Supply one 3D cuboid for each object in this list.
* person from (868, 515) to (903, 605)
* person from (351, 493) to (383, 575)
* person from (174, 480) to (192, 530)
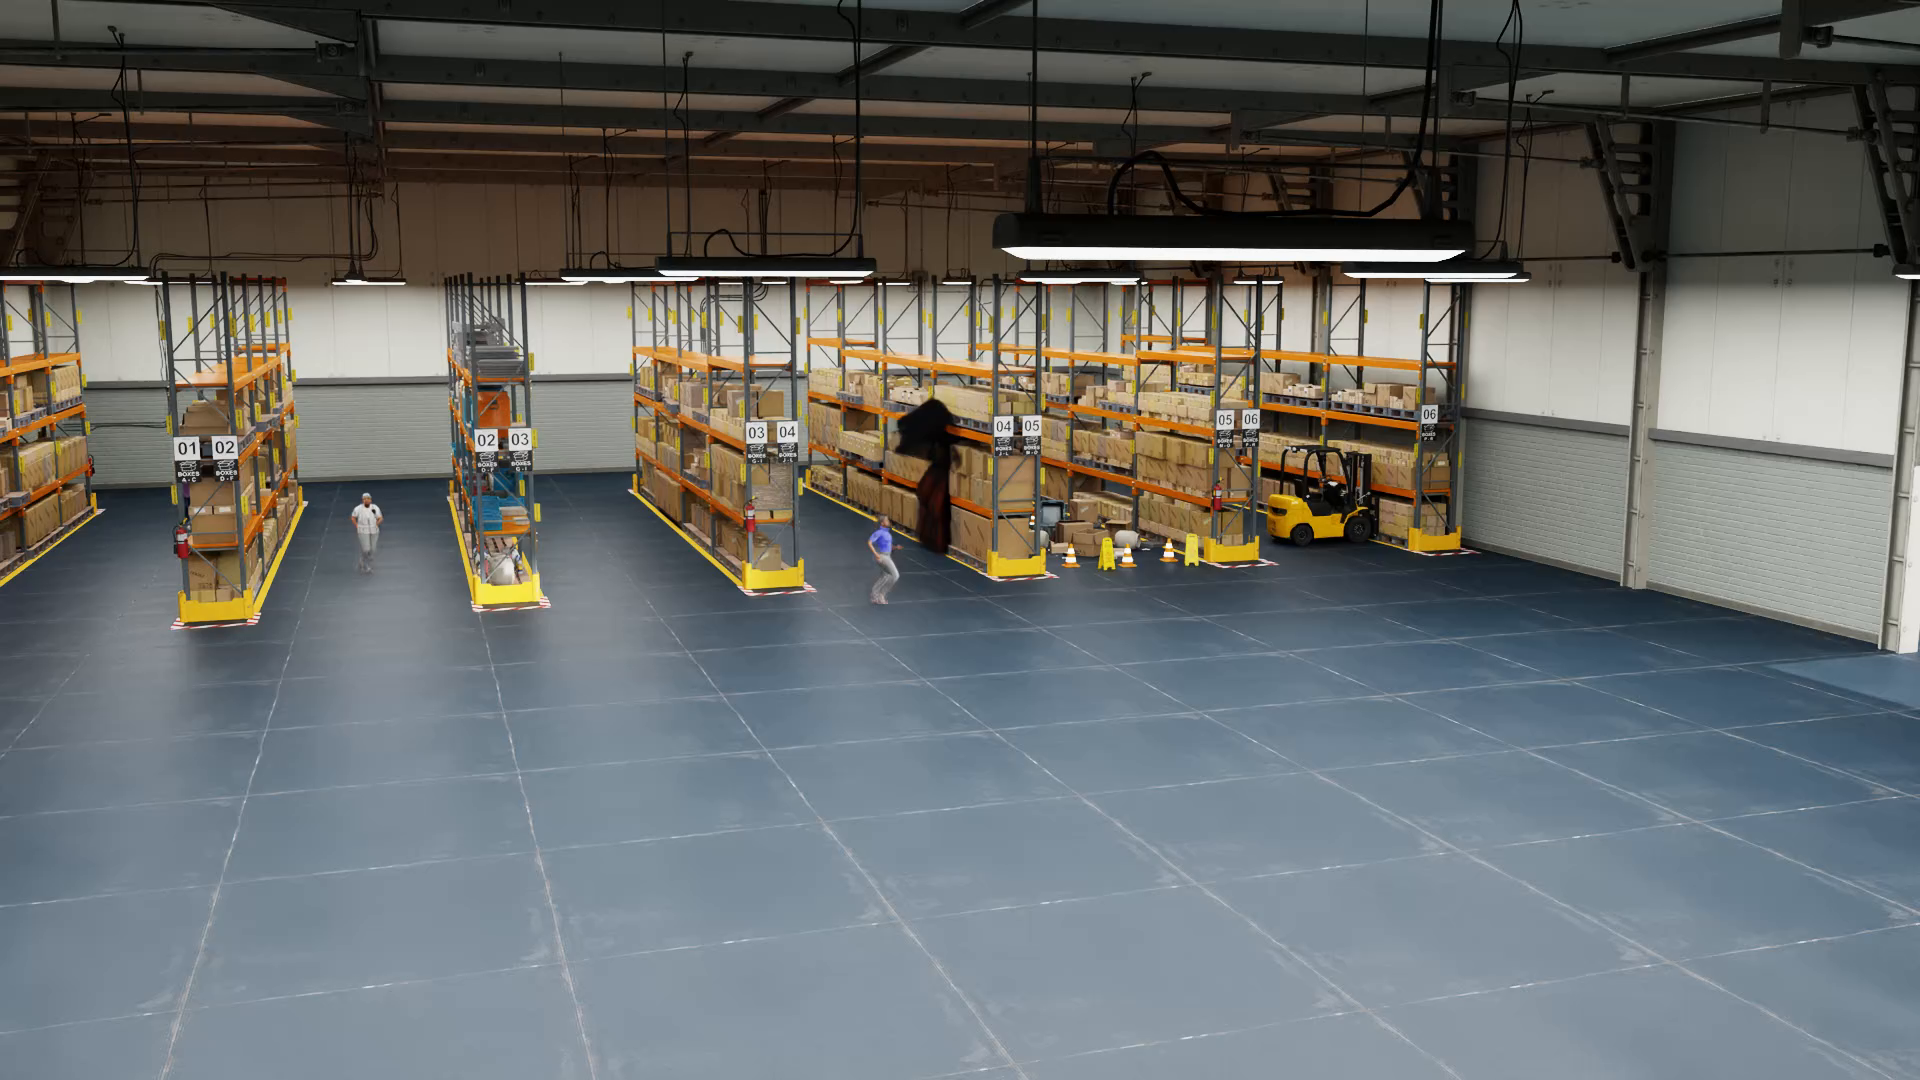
[{"bbox_3d":[-1.348,0.359,30.240,0.646,1.633,0.554,1,9,10],"label":"person"},{"bbox_3d":[-11.897,-0.120,33.468,0.570,1.658,0.621,-5,10,-31],"label":"person"},{"bbox_3d":[-18.547,-1.038,39.875,0.525,1.562,0.680,-3,9,-21],"label":"person"}]
